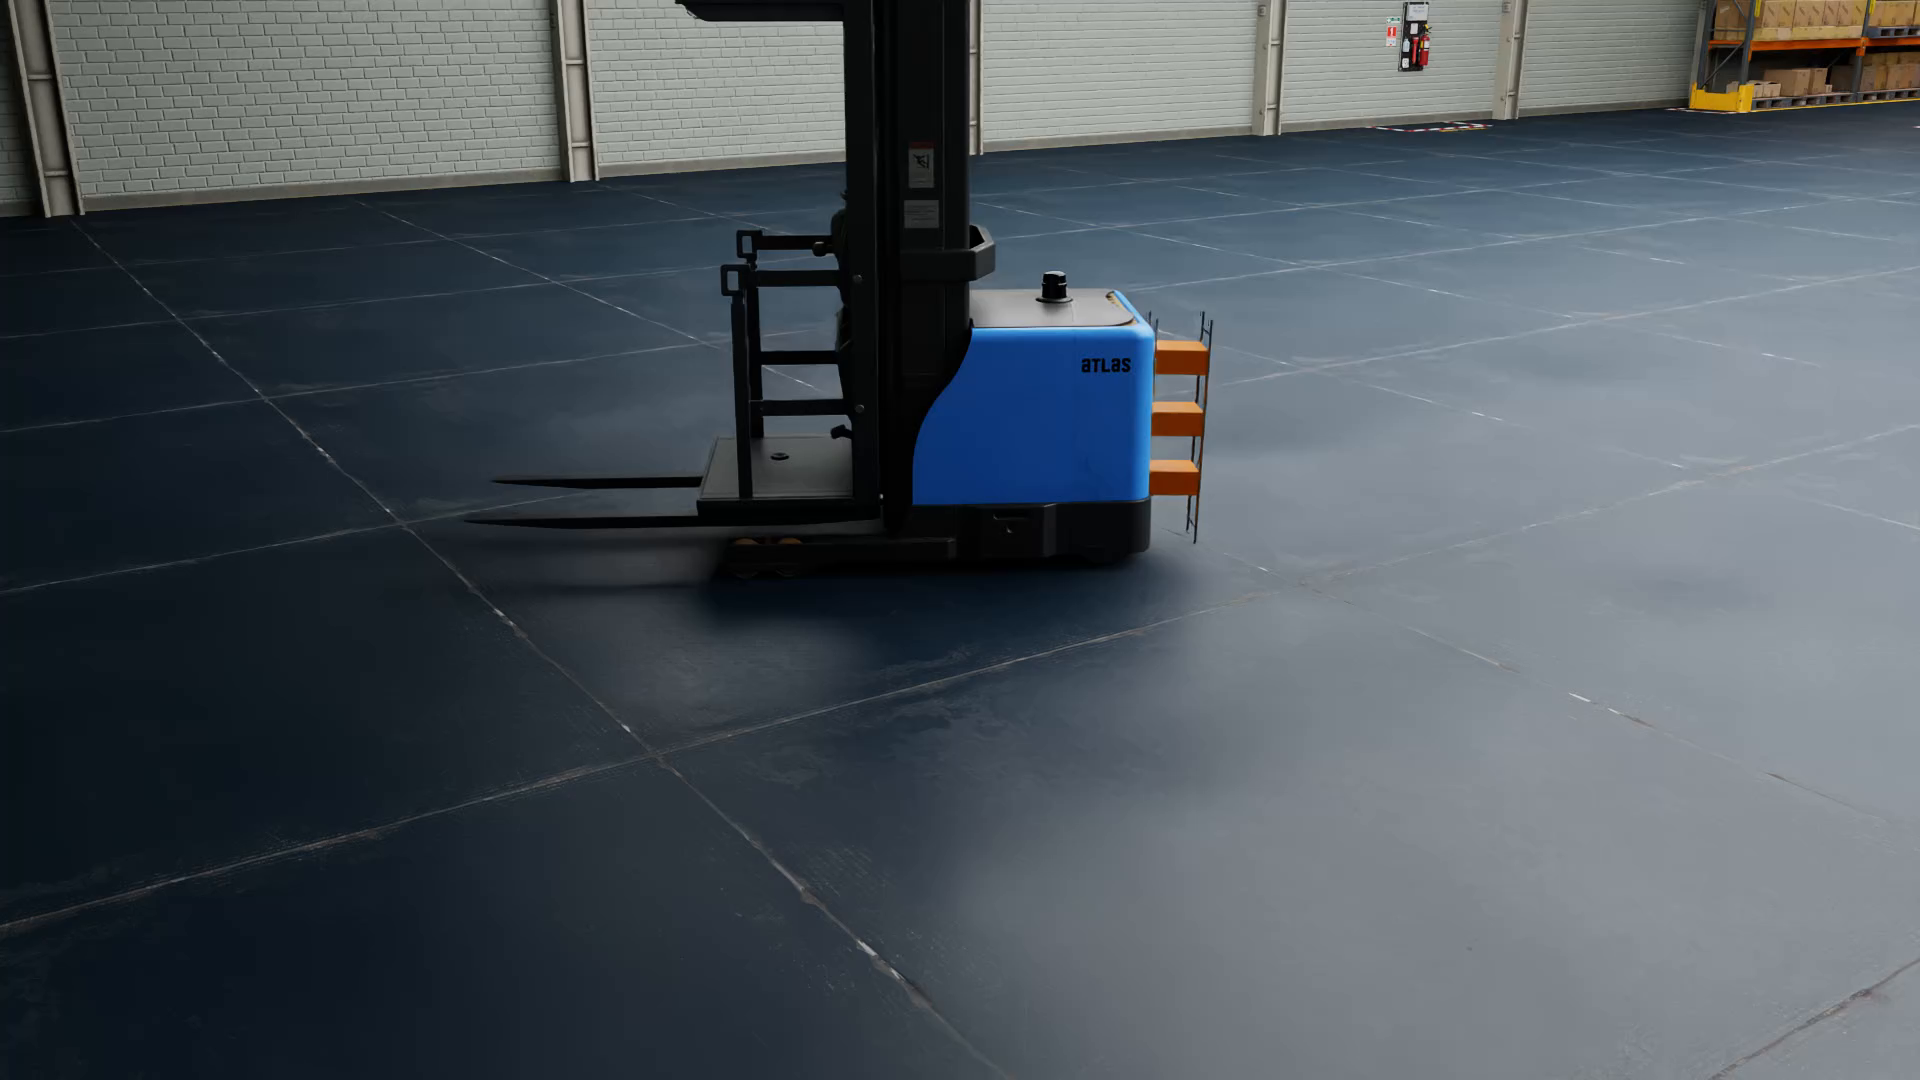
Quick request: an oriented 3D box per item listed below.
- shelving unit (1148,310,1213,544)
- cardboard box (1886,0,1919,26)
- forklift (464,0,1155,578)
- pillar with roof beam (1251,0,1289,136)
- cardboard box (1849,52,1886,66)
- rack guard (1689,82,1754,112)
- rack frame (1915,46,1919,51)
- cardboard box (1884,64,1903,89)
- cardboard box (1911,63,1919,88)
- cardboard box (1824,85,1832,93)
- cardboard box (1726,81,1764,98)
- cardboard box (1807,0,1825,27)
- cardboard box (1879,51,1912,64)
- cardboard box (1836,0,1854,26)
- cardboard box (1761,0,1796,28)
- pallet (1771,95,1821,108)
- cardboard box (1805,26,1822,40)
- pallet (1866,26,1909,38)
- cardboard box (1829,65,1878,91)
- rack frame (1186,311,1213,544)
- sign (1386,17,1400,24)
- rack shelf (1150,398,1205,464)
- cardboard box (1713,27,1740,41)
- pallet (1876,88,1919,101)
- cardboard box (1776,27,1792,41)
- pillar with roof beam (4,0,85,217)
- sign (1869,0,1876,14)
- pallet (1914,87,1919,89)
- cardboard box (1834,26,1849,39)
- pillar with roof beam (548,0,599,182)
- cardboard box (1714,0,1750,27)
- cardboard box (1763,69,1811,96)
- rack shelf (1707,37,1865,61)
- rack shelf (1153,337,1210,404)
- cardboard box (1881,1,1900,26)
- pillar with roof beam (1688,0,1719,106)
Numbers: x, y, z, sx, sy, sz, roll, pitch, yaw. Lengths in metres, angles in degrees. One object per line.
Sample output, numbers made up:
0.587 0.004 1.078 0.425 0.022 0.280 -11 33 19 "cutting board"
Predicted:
0.973 -0.510 7.605 0.252 1.050 0.215 0 19 -4 "shelving unit"
20.288 -11.310 35.671 0.500 0.500 0.700 -12 22 -31 "cardboard box"
-0.690 -1.400 7.308 3.031 2.935 1.130 -1 19 -3 "forklift"
7.476 -9.887 22.939 0.400 9.000 9.100 -12 22 -31 "pillar with roof beam"
19.334 -10.252 35.432 0.500 0.250 0.500 -12 22 -33 "cardboard box"
15.085 -8.785 32.949 0.348 0.500 1.175 -12 22 -31 "rack guard"
21.703 -11.365 36.677 0.127 3.000 1.000 -12 22 -31 "rack frame"
19.820 -10.002 35.863 0.500 0.500 0.700 -12 22 -31 "cardboard box"
20.636 -10.189 36.414 0.500 0.500 0.700 -12 22 -31 "cardboard box"
17.932 -9.424 34.674 0.250 0.166 0.380 -16 24 -38 "cardboard box"
15.649 -8.988 33.159 0.500 0.311 0.500 -15 24 -37 "cardboard box"
16.863 -10.521 33.213 0.500 0.500 0.500 -11 22 -30 "cardboard box"
20.193 -10.428 35.951 0.500 0.250 0.500 -12 22 -32 "cardboard box"
17.724 -10.698 33.738 0.500 0.500 0.500 -12 22 -32 "cardboard box"
16.004 -10.337 32.671 0.500 0.500 0.500 -12 22 -31 "cardboard box"
16.801 -8.995 34.022 1.213 0.211 1.003 -12 22 -31 "pallet"
16.882 -10.167 33.337 0.500 0.250 0.500 -12 22 -31 "cardboard box"
19.080 -10.665 34.907 1.213 0.211 1.003 -12 22 -31 "pallet"
18.968 -9.819 35.320 0.500 0.500 0.700 -11 22 -30 "cardboard box"
1.095 -0.510 7.613 0.008 1.050 0.200 0 19 -4 "rack frame"
7.525 -9.025 28.873 0.331 0.109 0.001 -12 22 -31 "sign"
0.973 -0.500 7.608 0.240 0.259 0.215 0 19 -4 "rack shelf"
15.305 -10.028 32.927 0.500 0.250 0.500 -12 22 -31 "cardboard box"
20.032 -9.693 36.086 1.213 0.211 1.003 -12 22 -31 "pallet"
16.029 -9.990 32.815 0.500 0.250 0.500 -13 22 -33 "cardboard box"
-7.557 -6.717 13.561 0.400 9.000 9.100 -12 22 -31 "pillar with roof beam"
18.667 -10.926 34.029 0.005 0.325 0.100 -12 22 -31 "sign"
21.049 -9.906 36.718 1.213 0.211 1.003 -12 22 -31 "pallet"
17.713 -10.349 33.874 0.500 0.250 0.500 -12 22 -31 "cardboard box"
-2.546 -7.773 16.687 0.400 9.000 9.100 -12 22 -31 "pillar with roof beam"
15.298 -10.389 32.824 0.500 0.500 0.500 -12 22 -32 "cardboard box"
16.765 -9.294 33.768 0.500 0.500 0.700 -14 23 -35 "cardboard box"
16.692 -9.967 33.666 4.000 0.370 1.077 -12 22 -31 "rack shelf"
0.981 -0.769 7.517 0.240 0.259 0.215 0 19 -4 "rack shelf"
19.277 -11.093 35.030 0.500 0.500 0.700 -9 21 -26 "cardboard box"
17.498 -12.001 29.191 0.400 9.000 9.100 -12 22 -31 "pillar with roof beam"
